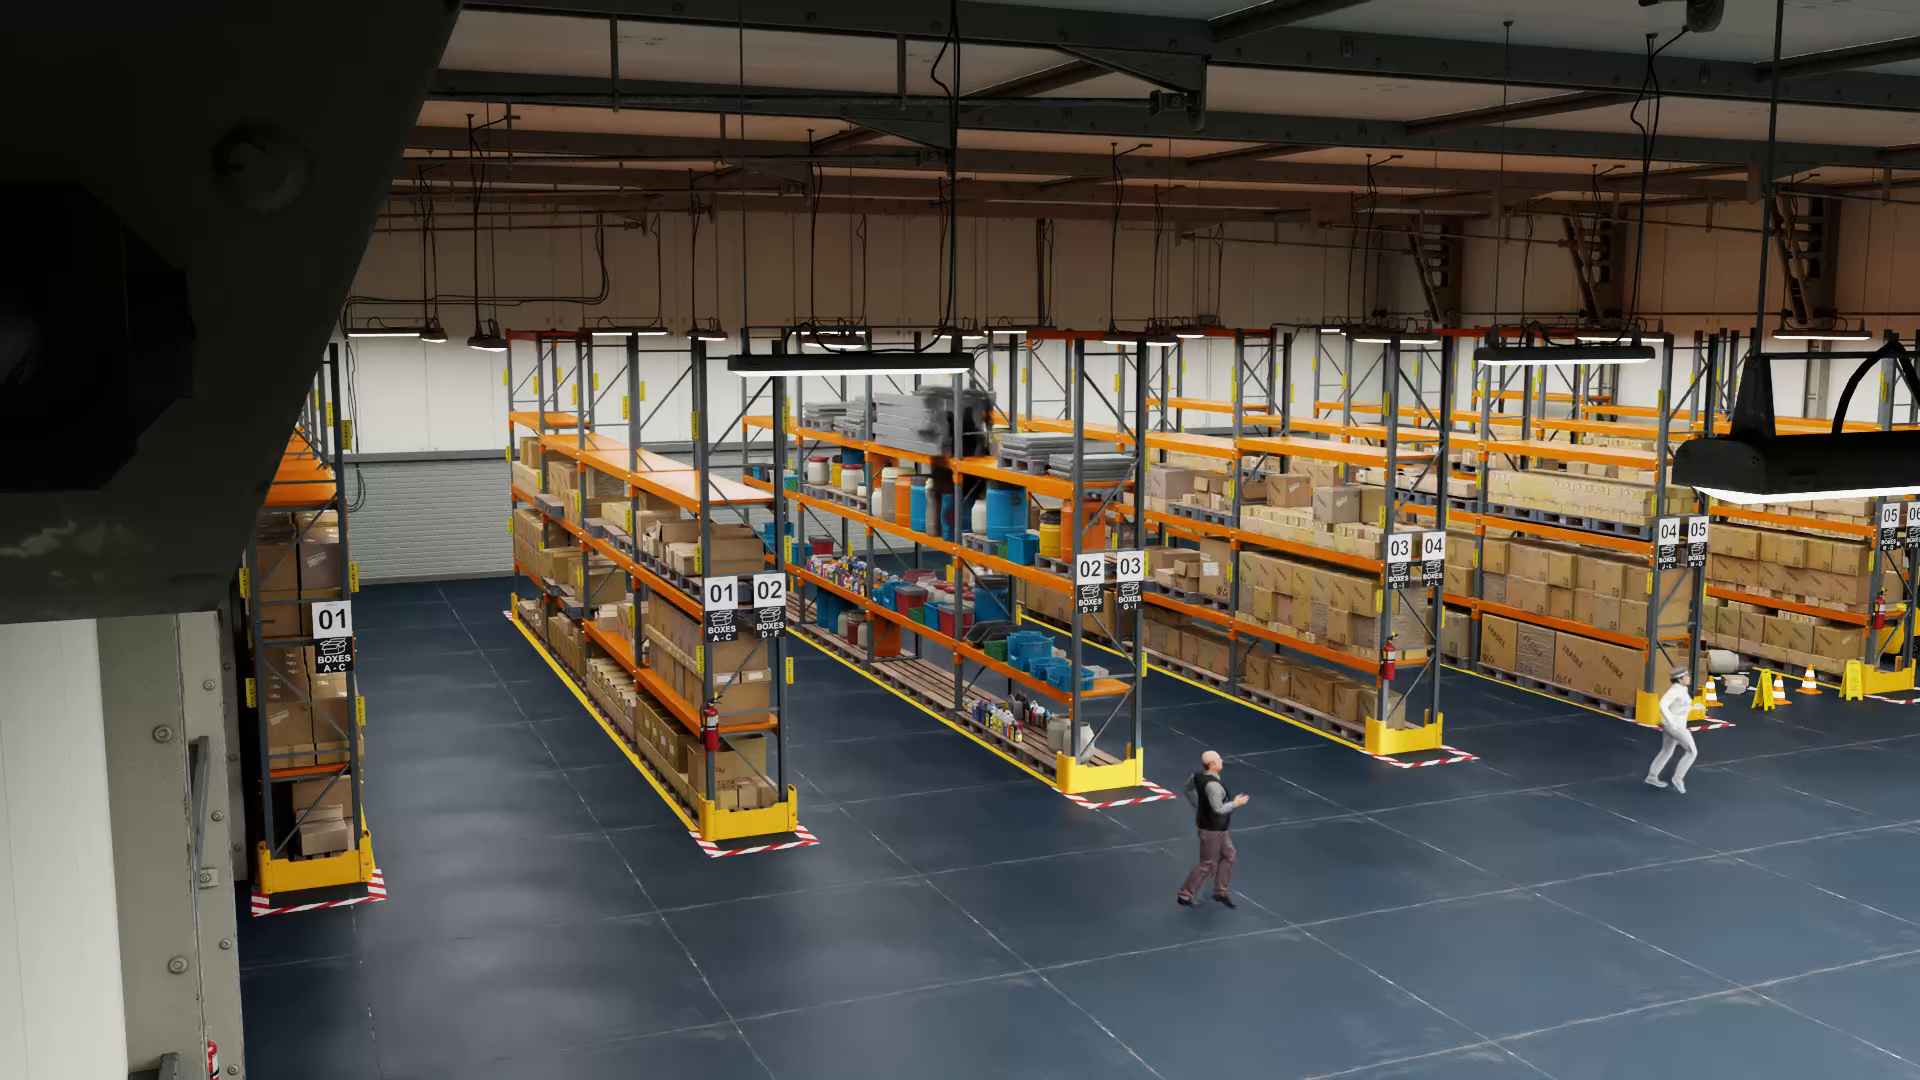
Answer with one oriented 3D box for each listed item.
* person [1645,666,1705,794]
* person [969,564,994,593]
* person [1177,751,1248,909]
[{"bbox_3d":[9.535,2.514,22.114,0.685,1.740,0.579,2,8,15],"label":"person"},{"bbox_3d":[0.406,1.101,31.944,0.632,1.773,0.966,-5,9,-31],"label":"person"},{"bbox_3d":[2.672,3.096,17.617,0.734,1.774,0.639,0,8,1],"label":"person"}]
